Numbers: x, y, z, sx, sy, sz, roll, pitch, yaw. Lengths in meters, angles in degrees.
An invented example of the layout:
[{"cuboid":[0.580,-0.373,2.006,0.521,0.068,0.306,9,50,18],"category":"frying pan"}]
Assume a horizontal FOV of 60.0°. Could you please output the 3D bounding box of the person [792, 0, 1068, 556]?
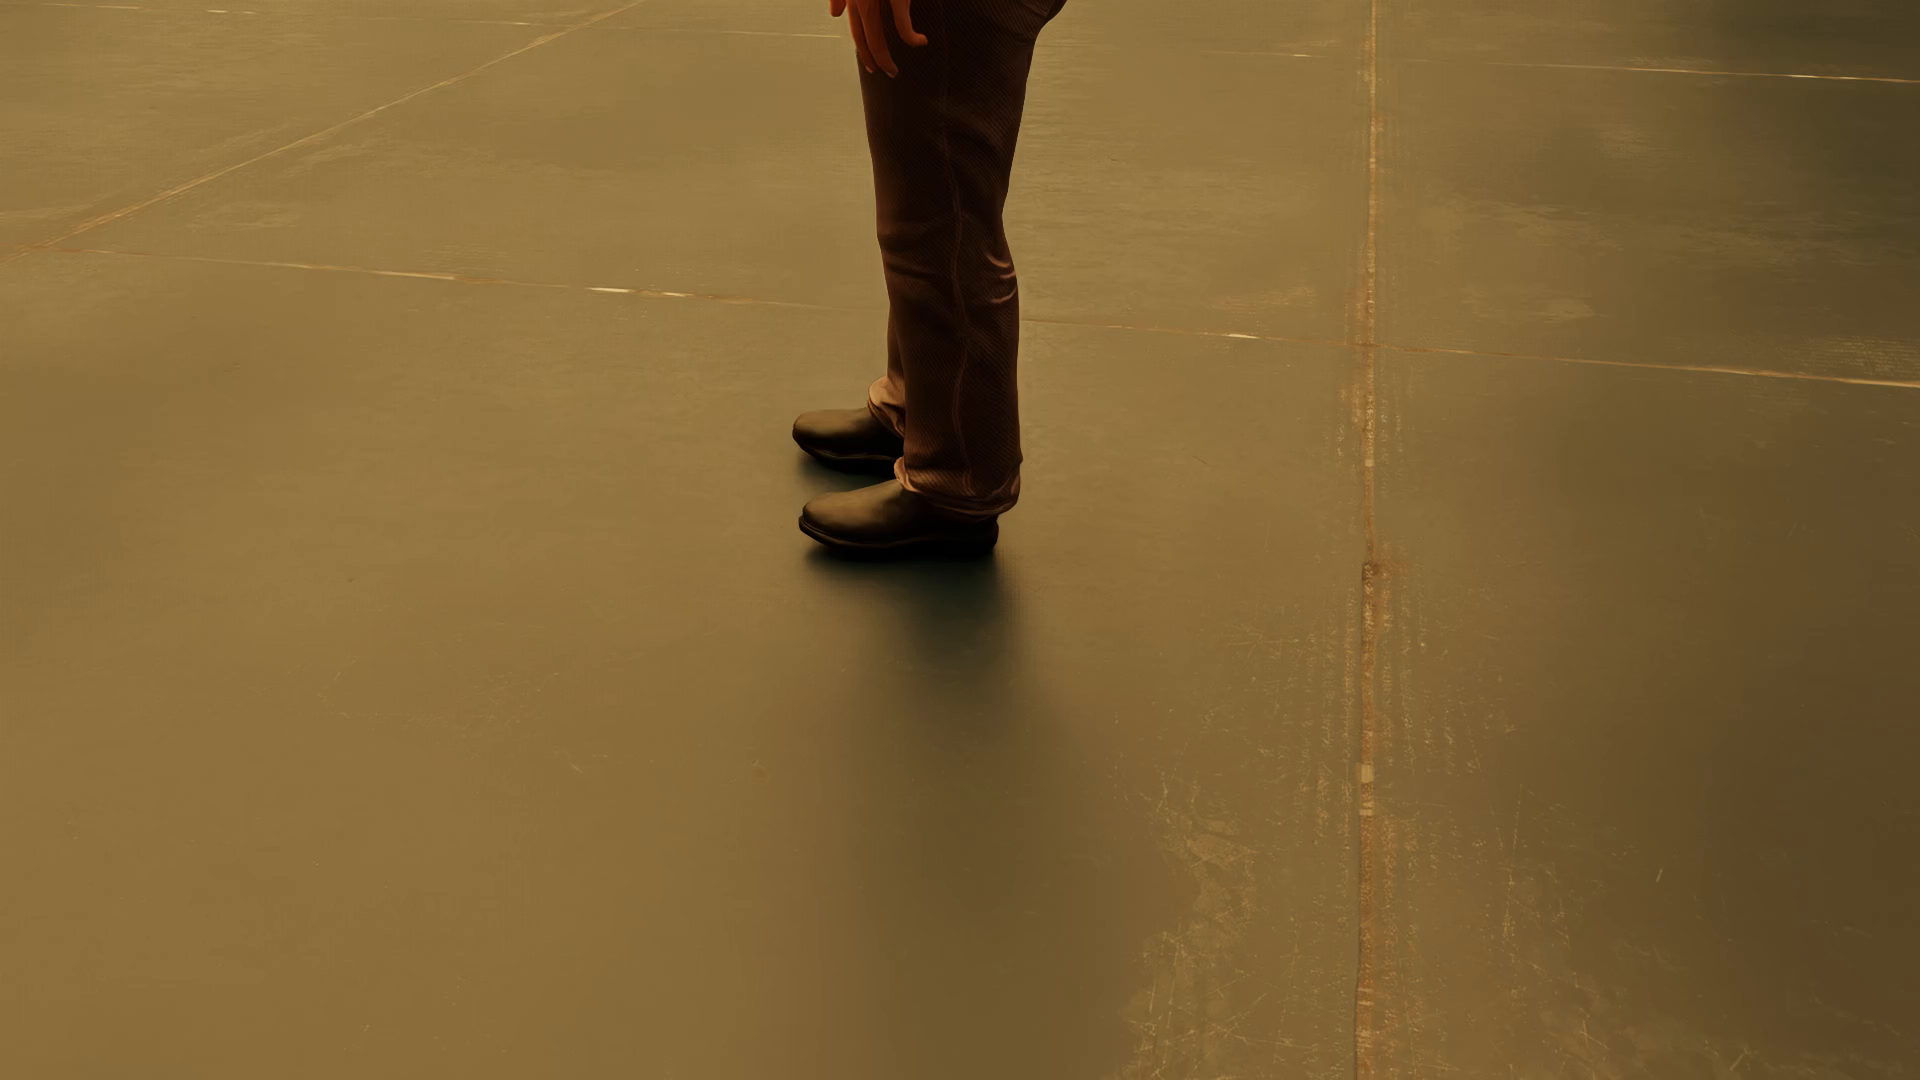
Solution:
[{"cuboid":[-0.060,-0.785,2.127,0.566,1.722,0.634,6,27,11],"category":"person"}]
